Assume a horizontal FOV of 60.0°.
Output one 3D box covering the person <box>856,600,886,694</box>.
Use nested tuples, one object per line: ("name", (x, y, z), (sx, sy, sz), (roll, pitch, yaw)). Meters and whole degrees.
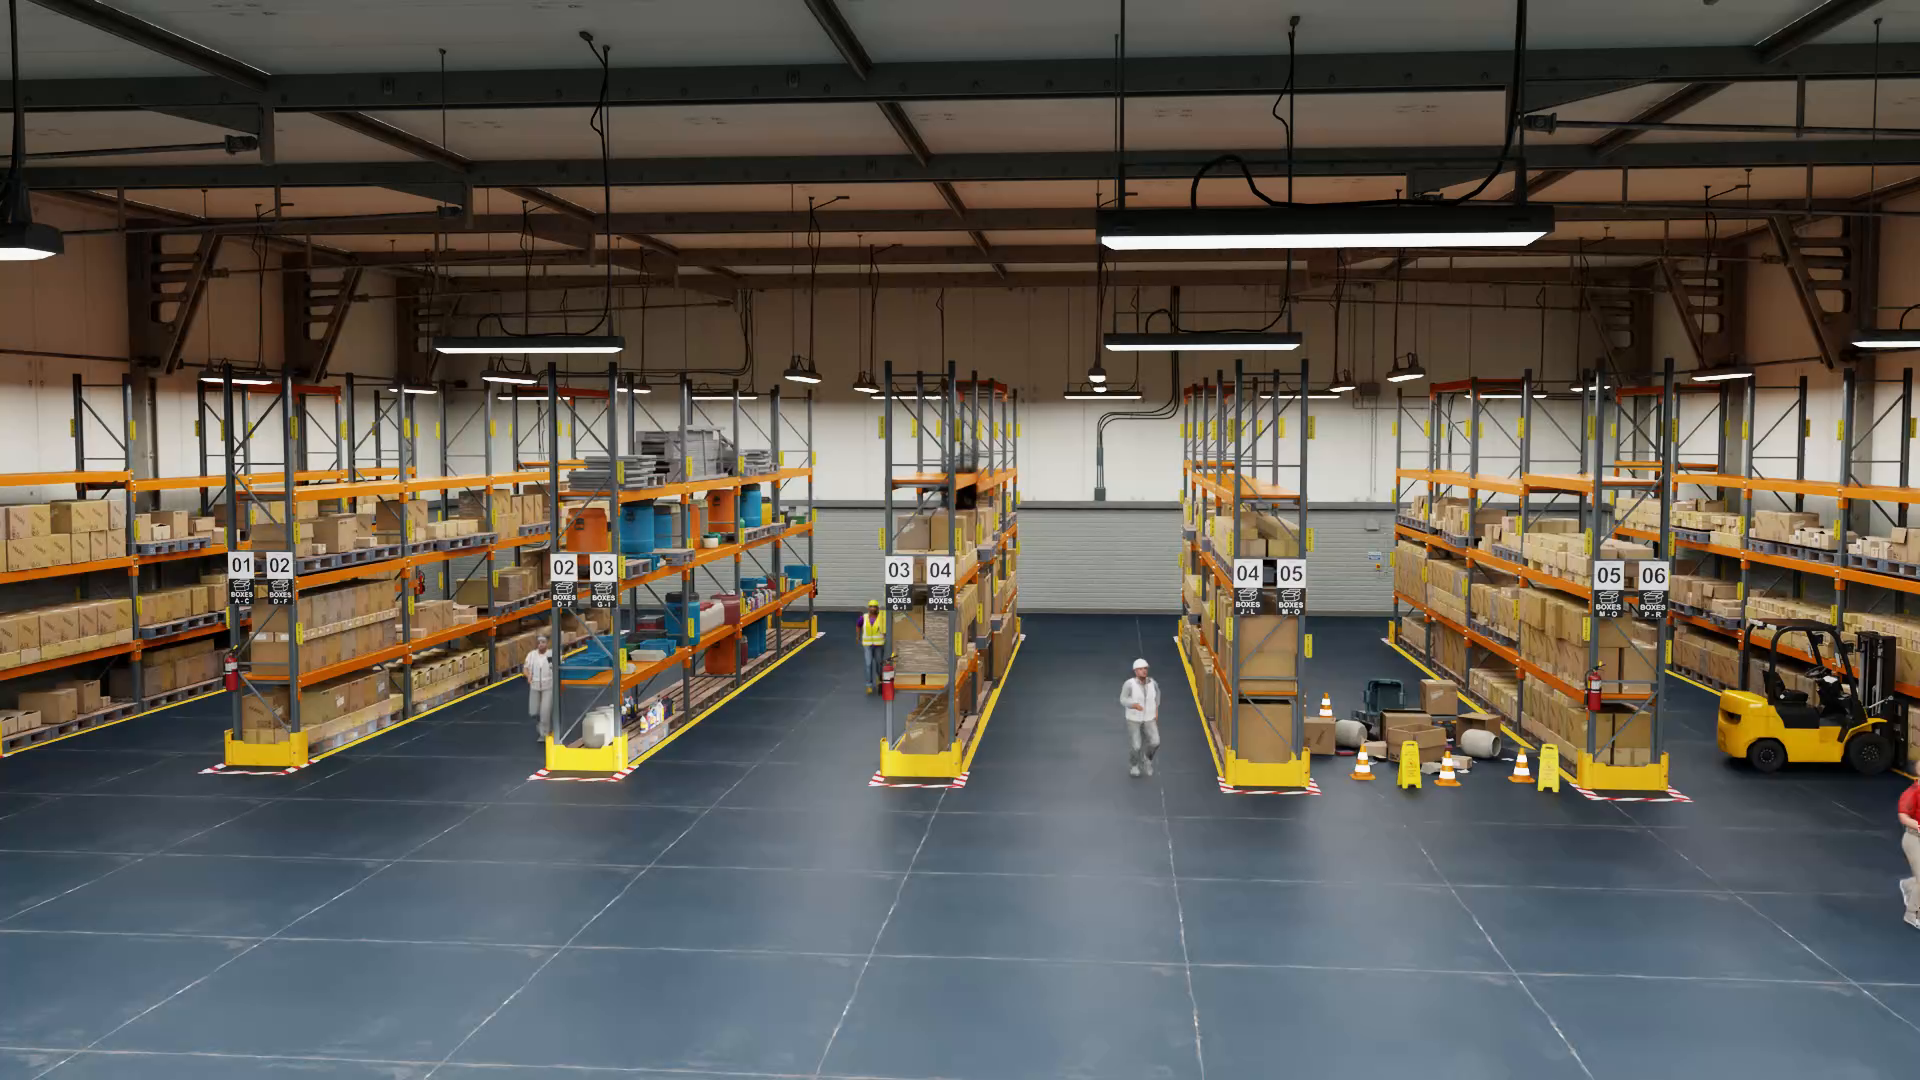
("person", (-1.652, 2.007, 31.746), (0.703, 1.745, 0.992), (0, 4, 0))

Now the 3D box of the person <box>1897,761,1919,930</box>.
("person", (9.722, 3.062, 16.737), (0.705, 1.692, 0.611), (-2, 4, -30))

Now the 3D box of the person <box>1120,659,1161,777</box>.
("person", (2.616, 2.556, 23.883), (0.672, 1.724, 0.741), (-1, 4, -11))

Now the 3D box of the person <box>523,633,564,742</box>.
("person", (-6.729, 2.363, 26.871), (0.664, 1.742, 0.678), (0, 4, -2))
